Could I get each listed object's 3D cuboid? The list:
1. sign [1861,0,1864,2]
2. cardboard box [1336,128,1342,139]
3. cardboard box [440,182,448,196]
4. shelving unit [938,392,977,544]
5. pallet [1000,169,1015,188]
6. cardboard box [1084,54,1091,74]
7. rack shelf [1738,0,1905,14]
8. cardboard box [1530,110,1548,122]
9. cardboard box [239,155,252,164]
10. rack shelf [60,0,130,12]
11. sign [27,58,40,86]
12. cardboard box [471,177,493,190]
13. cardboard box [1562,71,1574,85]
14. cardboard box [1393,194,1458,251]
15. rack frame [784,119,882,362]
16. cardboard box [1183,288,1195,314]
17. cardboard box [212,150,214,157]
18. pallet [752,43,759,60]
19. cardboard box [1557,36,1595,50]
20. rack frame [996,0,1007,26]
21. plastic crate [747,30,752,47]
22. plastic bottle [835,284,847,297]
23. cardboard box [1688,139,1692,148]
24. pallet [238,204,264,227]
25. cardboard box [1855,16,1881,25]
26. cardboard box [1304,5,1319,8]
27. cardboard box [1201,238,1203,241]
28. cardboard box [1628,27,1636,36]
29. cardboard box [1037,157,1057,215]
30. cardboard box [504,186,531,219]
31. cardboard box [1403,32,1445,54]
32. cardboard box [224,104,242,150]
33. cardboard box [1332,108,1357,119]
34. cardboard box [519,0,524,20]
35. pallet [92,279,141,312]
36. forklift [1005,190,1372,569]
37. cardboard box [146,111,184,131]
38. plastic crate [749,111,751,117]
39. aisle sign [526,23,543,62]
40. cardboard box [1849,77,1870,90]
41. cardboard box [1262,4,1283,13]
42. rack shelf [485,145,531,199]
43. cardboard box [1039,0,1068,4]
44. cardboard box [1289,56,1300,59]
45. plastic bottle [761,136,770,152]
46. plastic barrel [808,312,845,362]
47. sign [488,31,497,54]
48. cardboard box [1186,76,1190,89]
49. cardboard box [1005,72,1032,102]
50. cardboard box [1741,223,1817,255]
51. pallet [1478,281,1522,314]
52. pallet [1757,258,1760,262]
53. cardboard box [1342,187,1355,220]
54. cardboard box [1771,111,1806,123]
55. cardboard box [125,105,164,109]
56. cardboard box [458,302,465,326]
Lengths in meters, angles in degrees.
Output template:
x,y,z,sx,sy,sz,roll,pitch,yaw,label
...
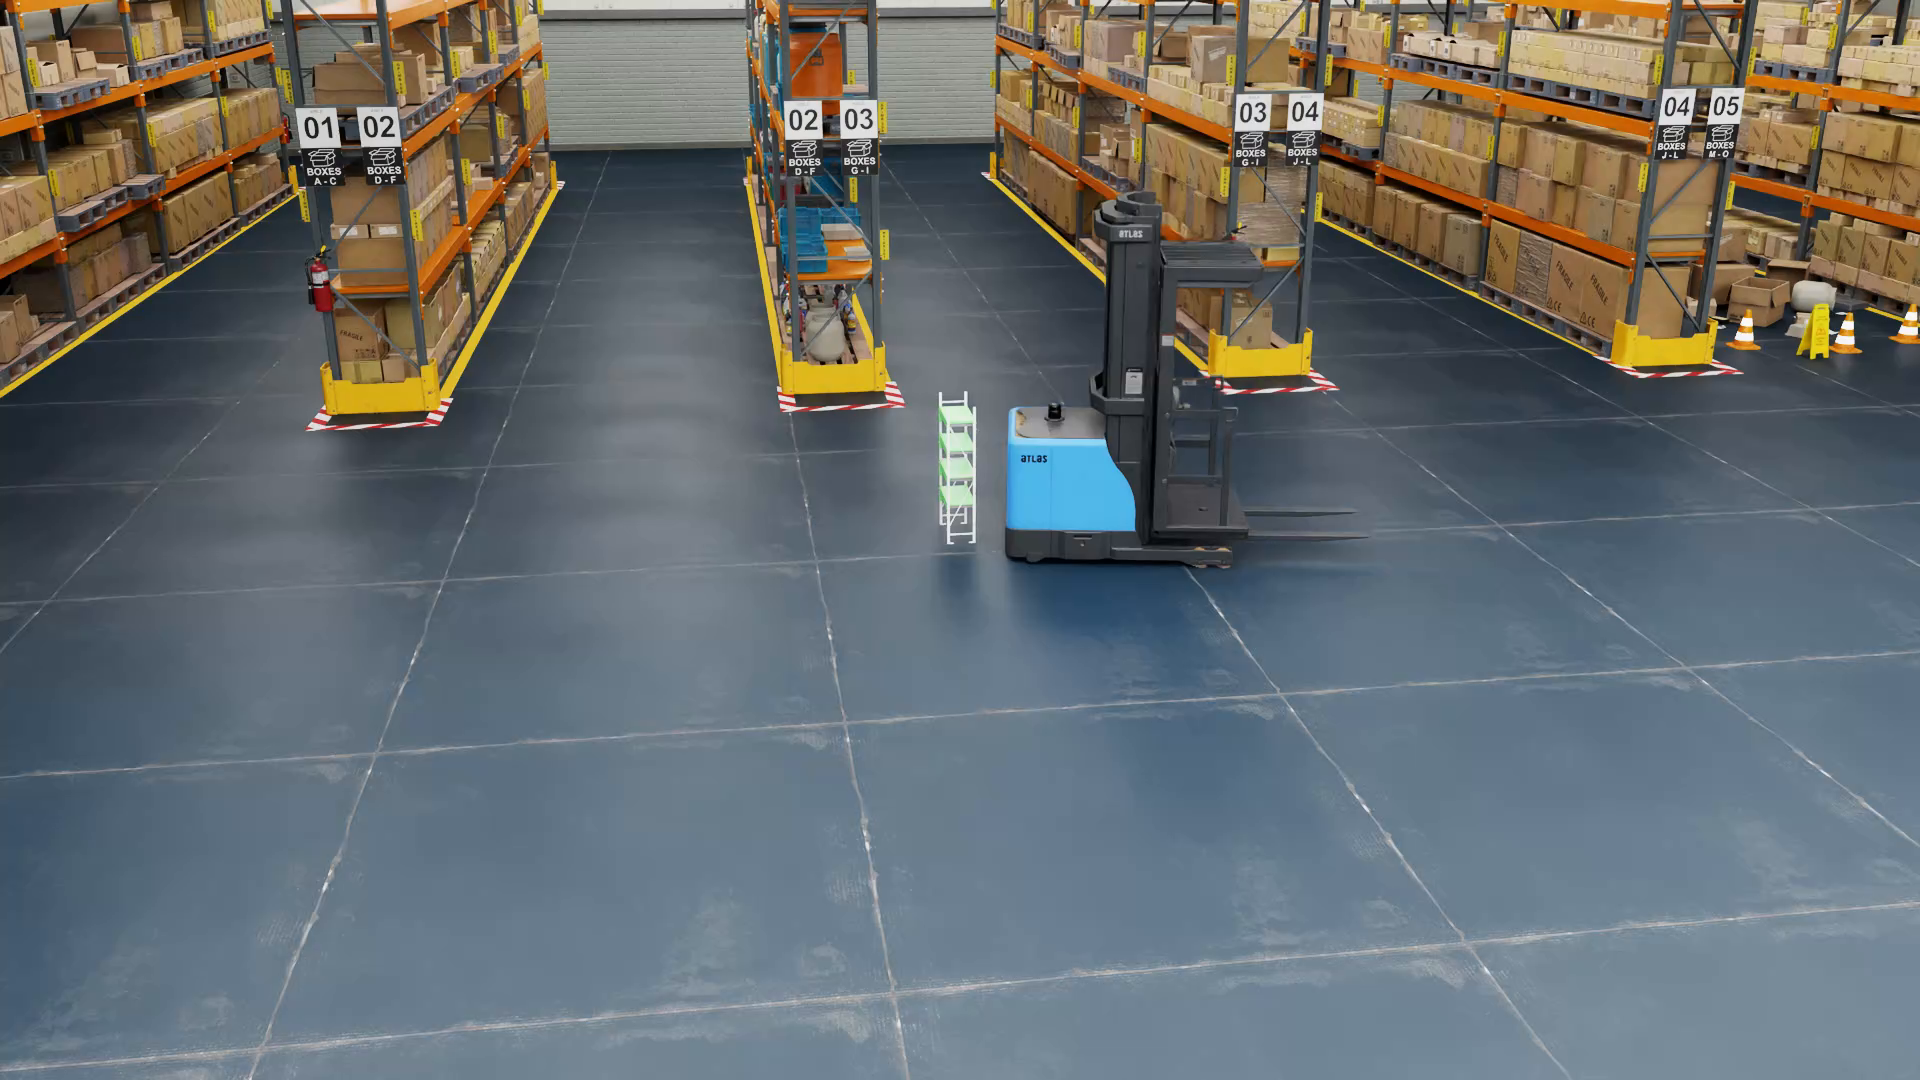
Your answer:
x,y,z,sx,sy,sz,roll,pitch,yaw,label
17.059,-10.115,31.495,0.100,0.325,0.005,-3,21,-8,sign
6.621,-6.914,28.273,0.380,0.149,0.250,-4,21,-10,cardboard box
-6.533,-4.325,20.513,0.380,0.149,0.250,-4,21,-9,cardboard box
-0.024,-0.619,14.234,0.258,1.200,0.503,-3,21,-8,shelving unit
1.408,-7.308,33.554,1.003,0.211,1.213,-3,21,-8,pallet
2.185,-7.276,25.412,0.500,0.250,0.500,-3,21,-7,cardboard box
12.464,-8.210,25.011,1.077,0.370,4.000,-3,21,-8,rack shelf
11.279,-8.196,31.805,0.500,0.500,0.500,-3,21,-7,cardboard box
-13.431,-7.088,31.025,0.380,0.149,0.250,-3,21,-8,cardboard box
-12.624,-8.346,25.375,1.077,0.370,4.000,-3,21,-8,rack shelf
-11.224,-5.660,20.131,0.100,0.325,0.005,-3,21,-8,sign
-7.032,-5.204,24.294,0.380,0.149,0.250,-3,21,-8,cardboard box
7.803,-5.809,20.884,0.380,0.149,0.250,-3,21,-7,cardboard box
7.420,-4.957,25.891,1.050,0.750,0.750,-3,21,-7,cardboard box
-1.379,-3.097,18.296,1.000,3.000,0.127,-3,21,-8,rack frame
3.221,-3.208,21.566,0.500,0.500,0.500,-5,21,-13,cardboard box
-12.531,-6.363,27.371,0.380,0.149,0.250,-2,21,-6,cardboard box
-2.899,-8.302,28.215,1.213,0.211,1.003,-3,21,-8,pallet
7.769,-6.268,20.975,0.380,0.149,0.250,-3,21,-8,cardboard box
1.216,-11.697,32.748,1.000,3.000,0.127,-3,21,-8,rack frame
-3.672,-9.204,30.528,0.437,0.282,0.530,-3,21,-8,plastic crate
-1.550,-3.173,21.655,0.144,0.351,0.185,-4,21,-10,plastic bottle
12.046,-6.474,27.097,0.380,0.149,0.250,-4,21,-11,cardboard box
-12.945,-5.713,29.286,1.003,0.211,1.213,-3,21,-8,pallet
16.373,-9.356,29.956,0.380,0.149,0.250,-3,21,-7,cardboard box
6.720,-10.133,31.778,0.380,0.149,0.250,-4,21,-9,cardboard box
3.138,-3.664,20.173,0.380,0.149,0.250,-3,21,-8,cardboard box
11.630,-8.615,28.374,0.396,0.266,0.258,-3,21,-9,cardboard box
2.034,-6.173,28.969,1.225,0.875,0.875,-4,21,-10,cardboard box
-7.594,-5.711,28.237,0.500,0.500,0.500,-3,21,-8,cardboard box
7.178,-7.677,25.656,0.500,0.311,0.500,-3,21,-8,cardboard box
-12.975,-7.082,28.535,0.980,0.700,0.700,-3,21,-7,cardboard box
6.583,-7.284,28.415,0.380,0.149,0.250,-2,21,-5,cardboard box
-8.129,-9.444,29.429,0.700,0.500,0.500,-3,21,-8,cardboard box
-12.052,-3.369,23.009,1.003,0.211,1.213,-3,21,-8,pallet
1.902,-1.330,13.661,3.031,2.935,1.130,1,20,2,forklift
-12.301,-6.444,25.587,0.500,0.250,0.500,-3,21,-7,cardboard box
-4.012,-8.324,32.582,0.250,0.136,0.298,-3,21,-8,plastic crate
-8.295,-9.645,32.113,0.394,0.787,0.004,-3,21,-8,aisle sign
12.534,-6.306,22.958,0.380,0.149,0.250,-3,21,-8,cardboard box
6.065,-10.283,32.179,0.380,0.149,0.250,-2,21,-6,cardboard box
-7.723,-5.974,27.027,1.077,0.370,4.000,-3,21,-8,rack shelf
1.663,-9.875,30.197,0.500,0.250,0.500,-4,21,-11,cardboard box
6.607,-9.256,32.788,0.500,0.500,0.500,-2,21,-5,cardboard box
-3.286,-6.694,28.103,0.152,0.276,0.135,-3,21,-8,plastic bottle
-1.550,-2.353,19.258,0.421,0.512,0.421,0,20,0,plastic barrel
-6.884,-7.328,24.485,0.100,0.325,0.005,-3,21,-8,sign
2.983,-5.589,20.324,0.380,0.149,0.250,-2,21,-6,cardboard box
1.170,-8.775,32.216,0.500,0.500,0.500,-3,21,-9,cardboard box
12.567,-4.628,25.549,0.950,0.372,0.625,-2,21,-4,cardboard box
7.900,-3.374,23.022,1.003,0.211,1.213,-3,21,-8,pallet
12.459,-4.618,26.354,1.003,0.211,1.213,-3,21,-8,pallet
6.867,-5.753,28.378,0.500,0.500,0.500,-2,21,-6,cardboard box
12.350,-6.305,24.789,0.380,0.149,0.250,-4,21,-9,cardboard box
-12.945,-6.773,26.468,0.500,0.250,0.500,-4,21,-10,cardboard box
-6.513,-2.819,20.881,0.500,0.250,0.500,-3,21,-8,cardboard box
